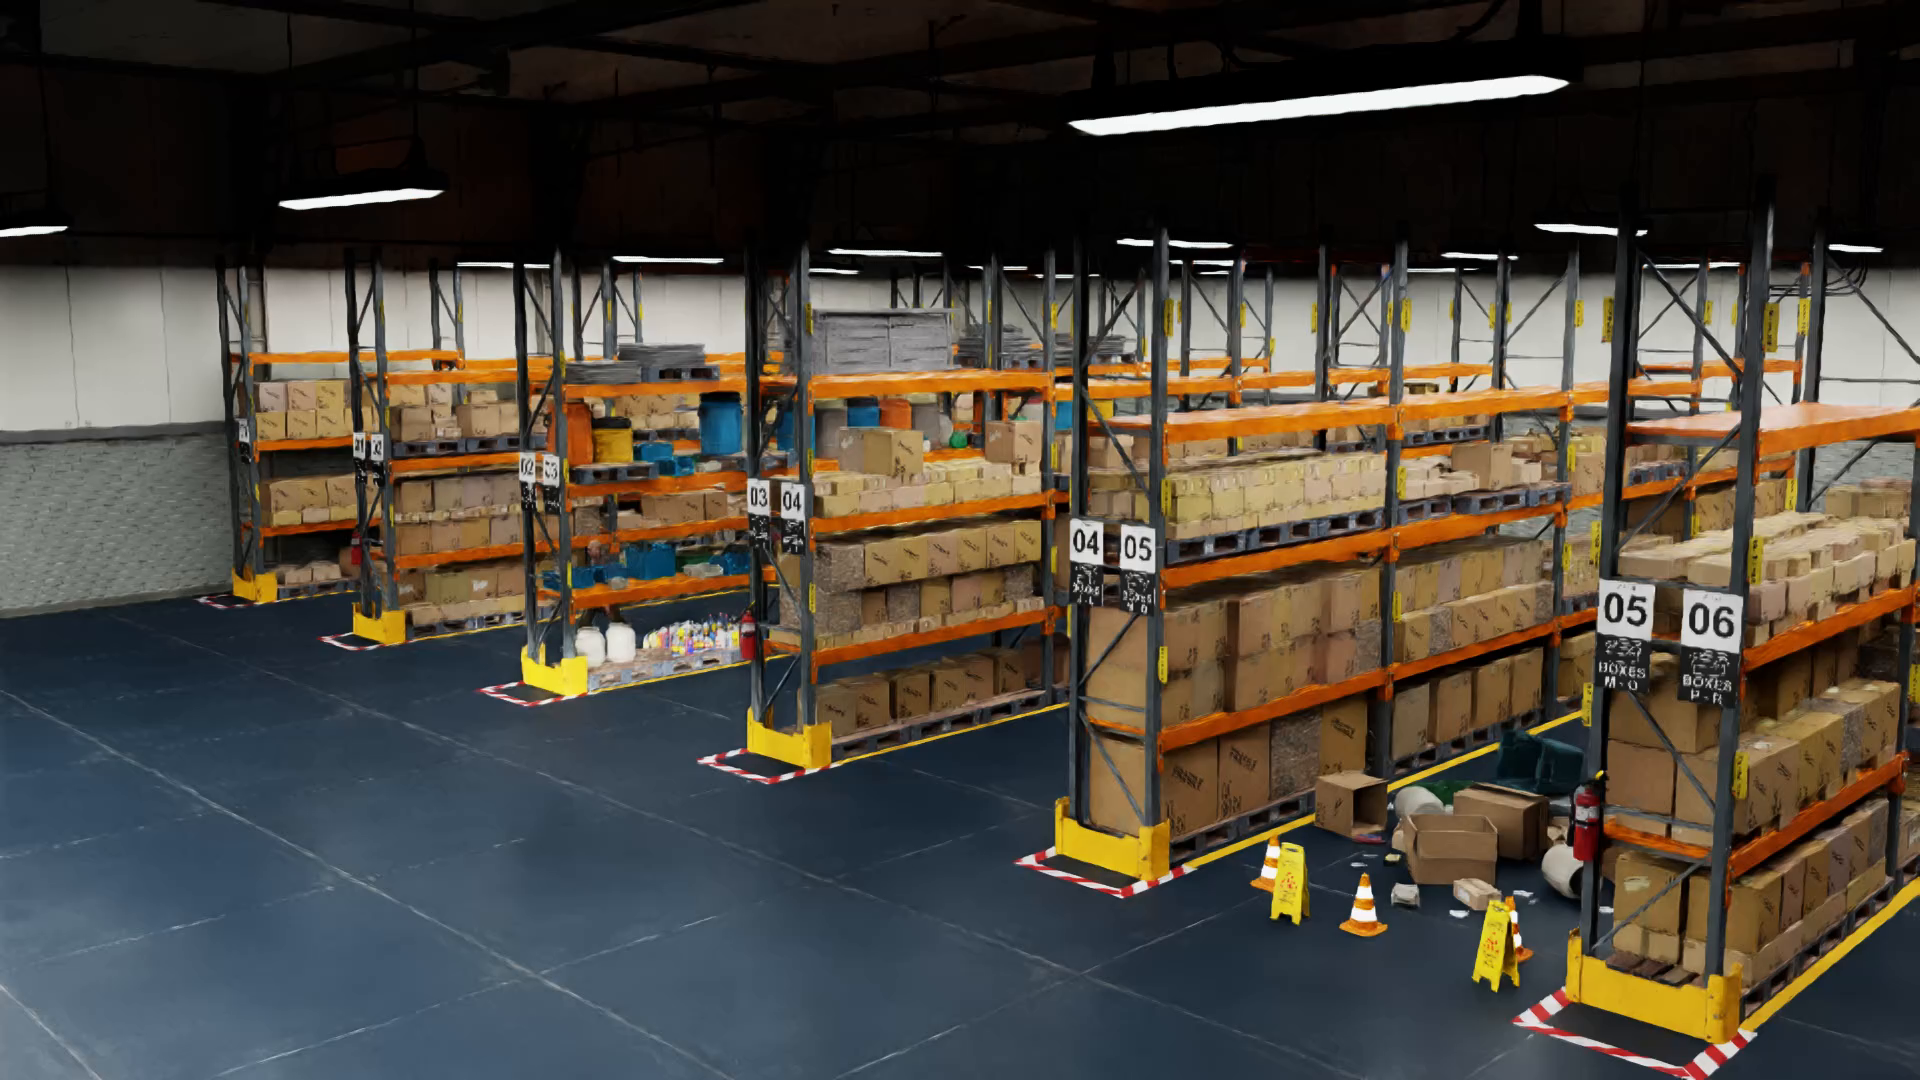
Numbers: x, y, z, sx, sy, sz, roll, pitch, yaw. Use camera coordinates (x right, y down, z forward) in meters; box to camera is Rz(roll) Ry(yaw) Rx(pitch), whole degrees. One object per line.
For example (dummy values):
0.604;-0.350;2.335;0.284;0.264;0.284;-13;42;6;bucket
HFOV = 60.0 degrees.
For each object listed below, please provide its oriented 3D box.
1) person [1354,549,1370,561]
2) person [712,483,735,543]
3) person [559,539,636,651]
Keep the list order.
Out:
5.811;0.894;24.100;0.628;1.718;0.569;-2;8;-14;person
-4.634;-0.319;32.714;0.677;1.742;0.552;8;11;43;person
-5.349;0.824;24.636;0.586;1.700;1.193;7;11;42;person
